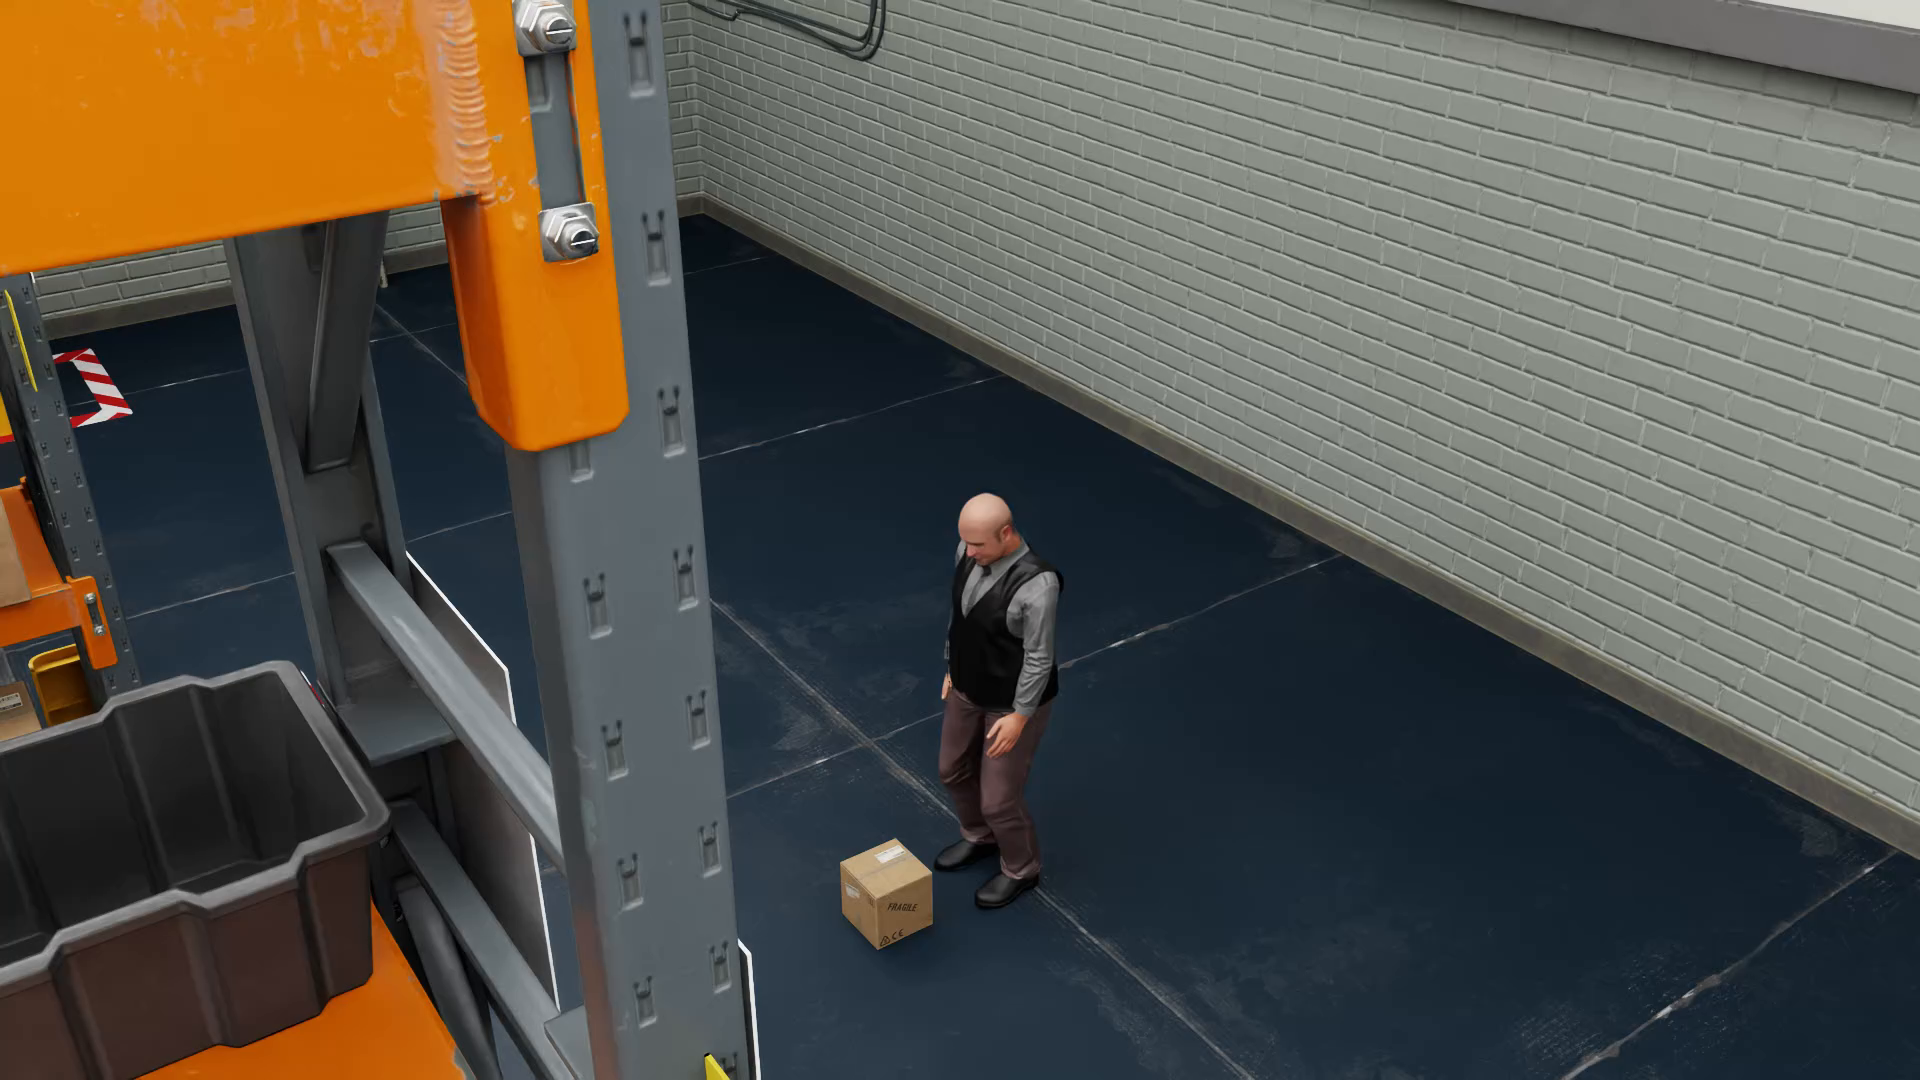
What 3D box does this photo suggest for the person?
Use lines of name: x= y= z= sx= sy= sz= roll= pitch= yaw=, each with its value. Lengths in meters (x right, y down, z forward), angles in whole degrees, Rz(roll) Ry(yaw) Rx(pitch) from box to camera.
person: x=0.149 y=0.576 z=6.126 sx=0.390 sy=1.693 sz=0.549 roll=-18 pitch=33 yaw=-29
